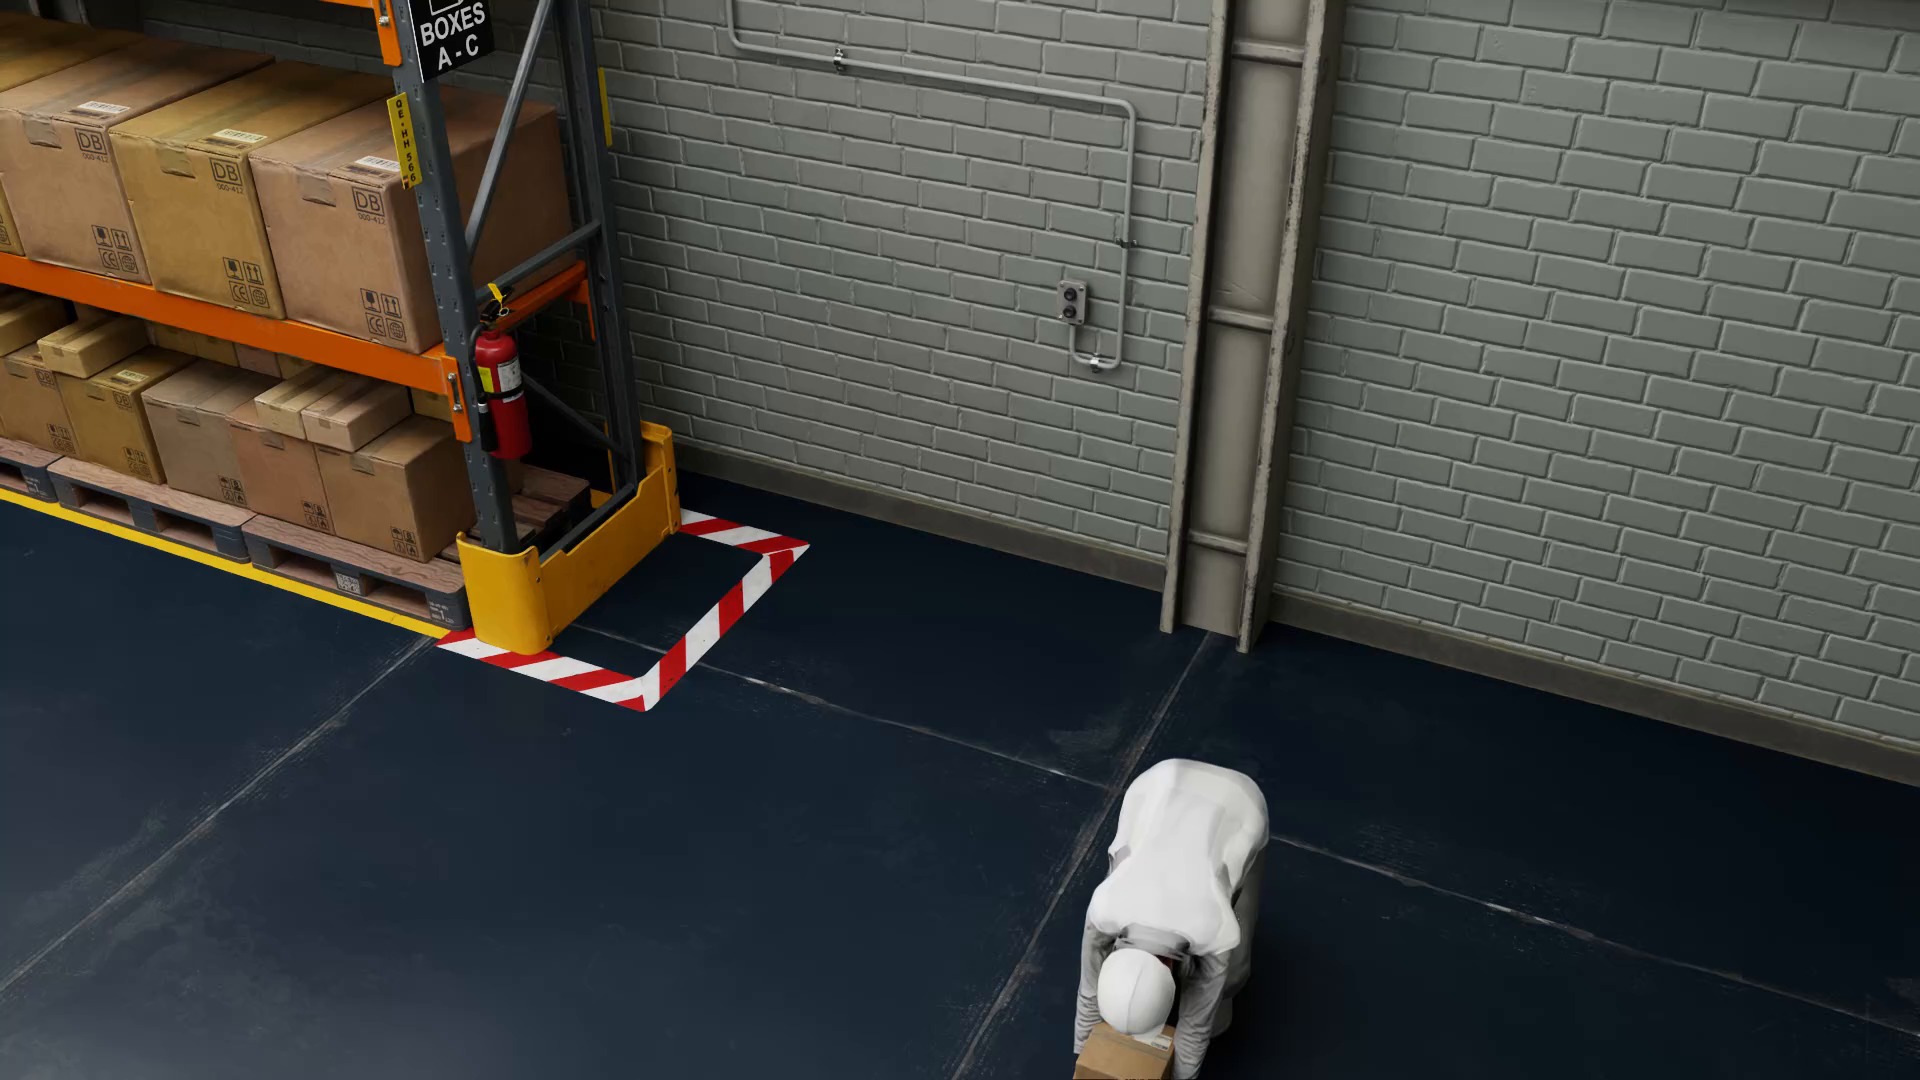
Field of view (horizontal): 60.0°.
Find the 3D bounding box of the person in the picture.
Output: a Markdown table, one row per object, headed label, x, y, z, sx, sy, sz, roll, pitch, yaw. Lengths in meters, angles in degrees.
| label | x | y | z | sx | sy | sz | roll | pitch | yaw |
| --- | --- | --- | --- | --- | --- | --- | --- | --- | --- |
| person | 0.638 | 1.229 | 5.092 | 0.518 | 0.885 | 1.004 | 13 | 36 | 19 |
